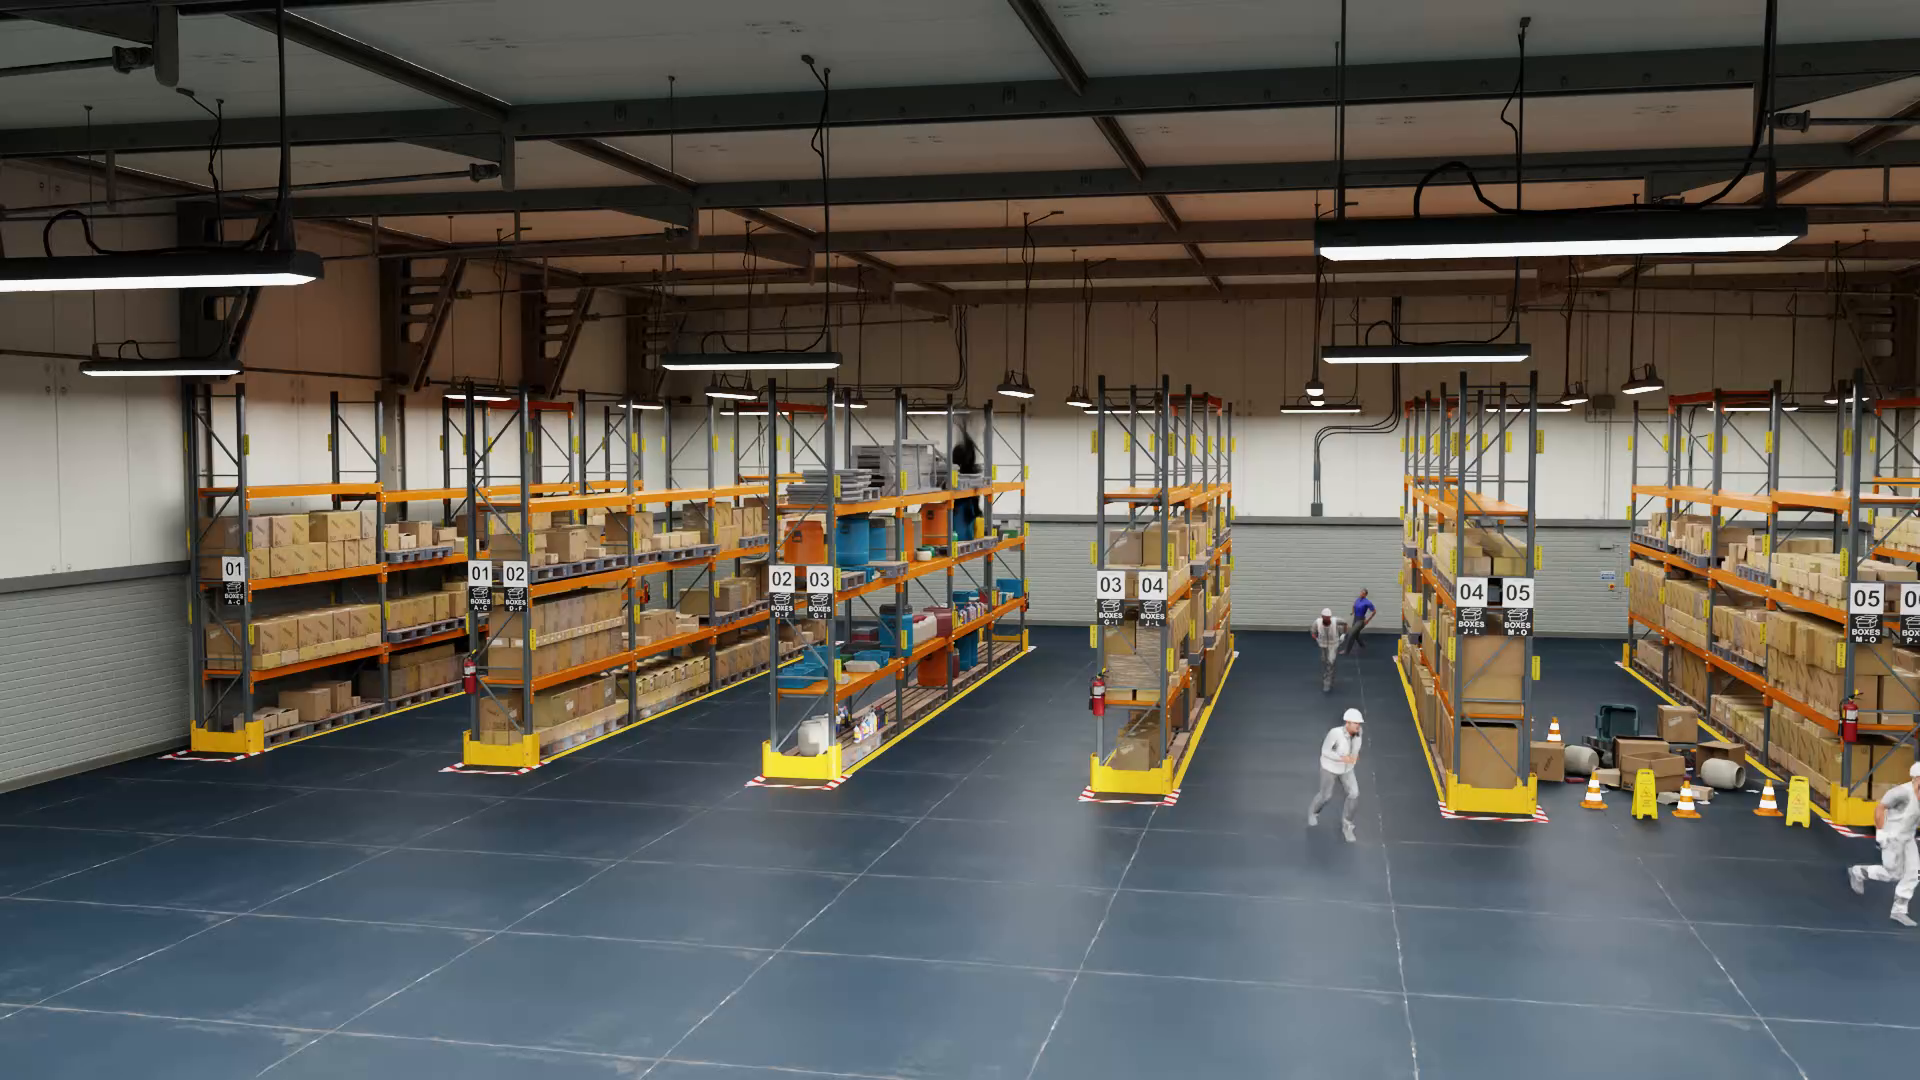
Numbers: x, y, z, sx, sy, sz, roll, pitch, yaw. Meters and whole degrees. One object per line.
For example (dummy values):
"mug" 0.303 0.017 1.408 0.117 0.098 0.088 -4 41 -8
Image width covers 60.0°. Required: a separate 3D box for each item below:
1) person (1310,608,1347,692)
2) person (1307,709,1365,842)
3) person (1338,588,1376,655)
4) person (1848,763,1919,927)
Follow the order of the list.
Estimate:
"person" 7.569 2.231 34.144 0.729 1.730 1.051 1 3 17
"person" 4.820 2.971 21.289 0.701 1.732 1.034 -2 4 -25
"person" 9.470 1.938 39.456 0.841 1.580 0.744 -2 4 -25
"person" 9.869 3.160 17.587 0.658 1.722 0.906 -2 4 -32
